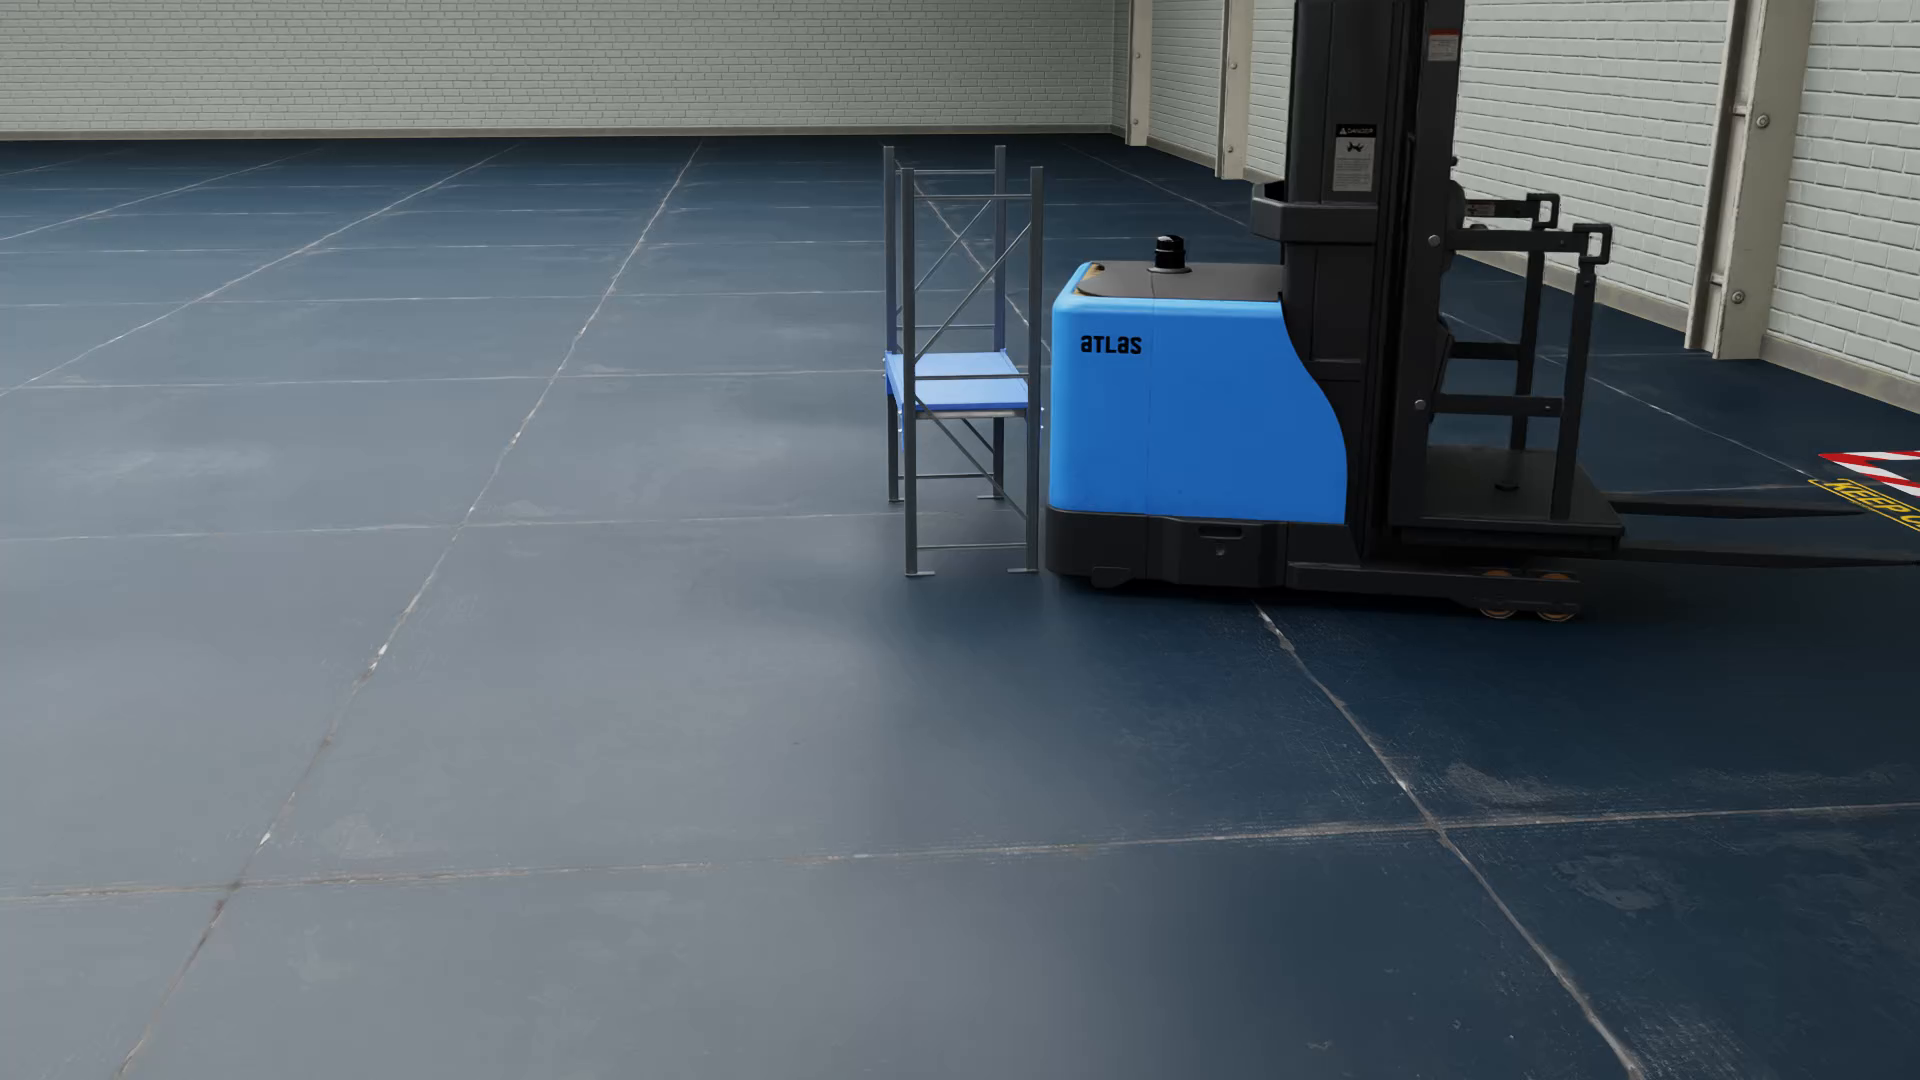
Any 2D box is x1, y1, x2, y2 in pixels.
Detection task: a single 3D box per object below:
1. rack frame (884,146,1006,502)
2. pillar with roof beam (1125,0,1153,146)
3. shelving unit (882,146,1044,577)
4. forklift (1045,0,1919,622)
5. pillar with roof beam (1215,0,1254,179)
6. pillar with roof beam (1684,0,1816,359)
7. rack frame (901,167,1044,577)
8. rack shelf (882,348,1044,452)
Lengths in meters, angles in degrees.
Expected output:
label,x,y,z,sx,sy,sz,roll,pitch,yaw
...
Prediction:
label,x,y,z,sx,sy,sz,roll,pitch,yaw
rack frame,-0.061,-0.892,7.016,0.500,1.500,0.032,-2,18,-6
pillar with roof beam,-1.359,-10.696,25.723,9.100,9.000,0.400,-2,18,-6
shelving unit,-0.009,-0.741,6.533,0.538,1.500,1.048,-2,18,-6
forklift,1.877,-1.286,5.879,3.031,2.935,1.130,3,18,9
pillar with roof beam,-0.741,-8.908,20.029,9.100,9.000,0.400,-2,18,-6
pillar with roof beam,0.497,-5.333,8.641,9.100,9.000,0.400,-2,18,-6
rack frame,0.044,-0.590,6.051,0.500,1.500,0.032,-2,18,-6
rack shelf,-0.009,-0.569,6.587,0.538,0.185,1.000,-2,18,-6
